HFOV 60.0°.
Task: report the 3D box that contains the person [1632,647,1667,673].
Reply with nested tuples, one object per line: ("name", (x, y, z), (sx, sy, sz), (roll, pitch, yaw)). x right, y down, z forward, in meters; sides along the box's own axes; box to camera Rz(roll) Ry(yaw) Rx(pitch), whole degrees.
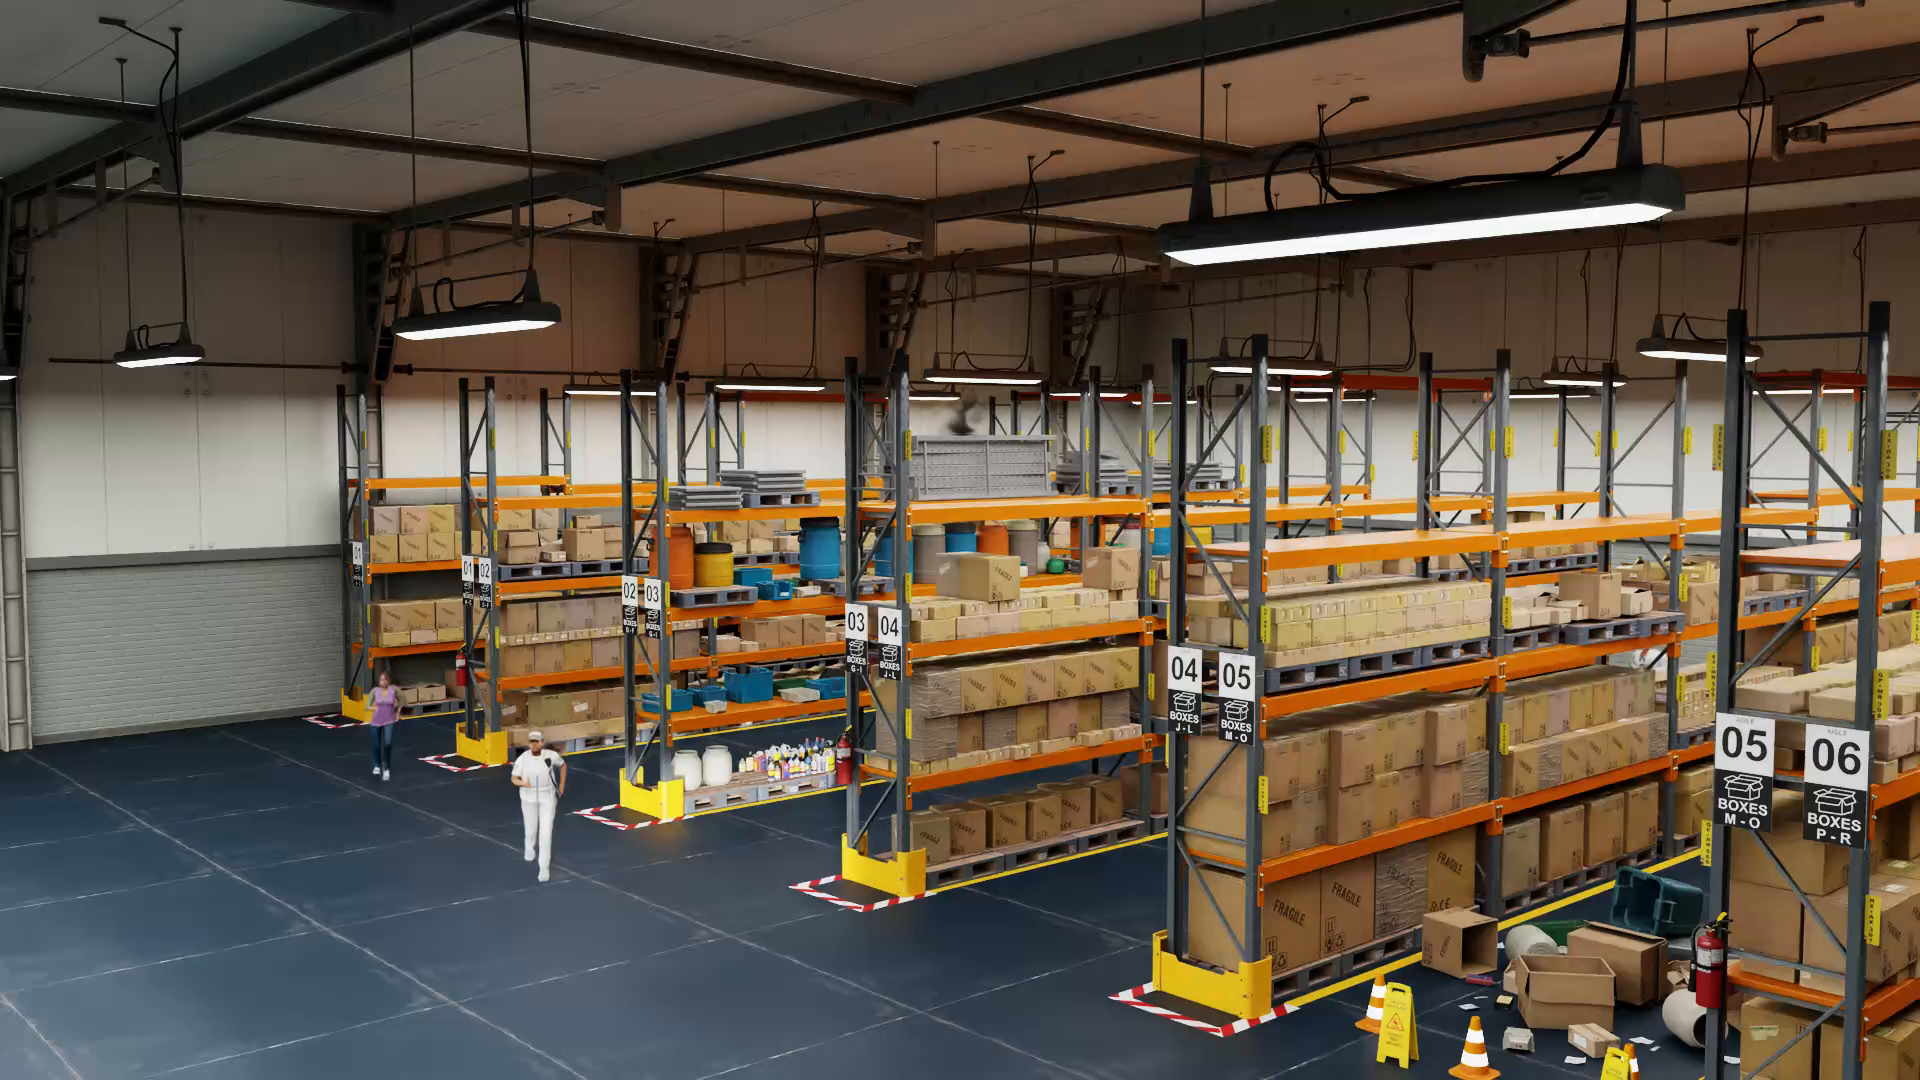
("person", (11.364, 2.491, 27.463), (0.704, 1.847, 0.828), (4, 5, 43))

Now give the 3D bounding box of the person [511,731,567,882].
("person", (-4.928, 3.058, 19.486), (0.614, 1.695, 0.939), (-1, 4, -9))

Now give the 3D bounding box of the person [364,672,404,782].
("person", (-8.510, 2.754, 24.580), (0.535, 1.622, 0.733), (-1, 4, -15))
